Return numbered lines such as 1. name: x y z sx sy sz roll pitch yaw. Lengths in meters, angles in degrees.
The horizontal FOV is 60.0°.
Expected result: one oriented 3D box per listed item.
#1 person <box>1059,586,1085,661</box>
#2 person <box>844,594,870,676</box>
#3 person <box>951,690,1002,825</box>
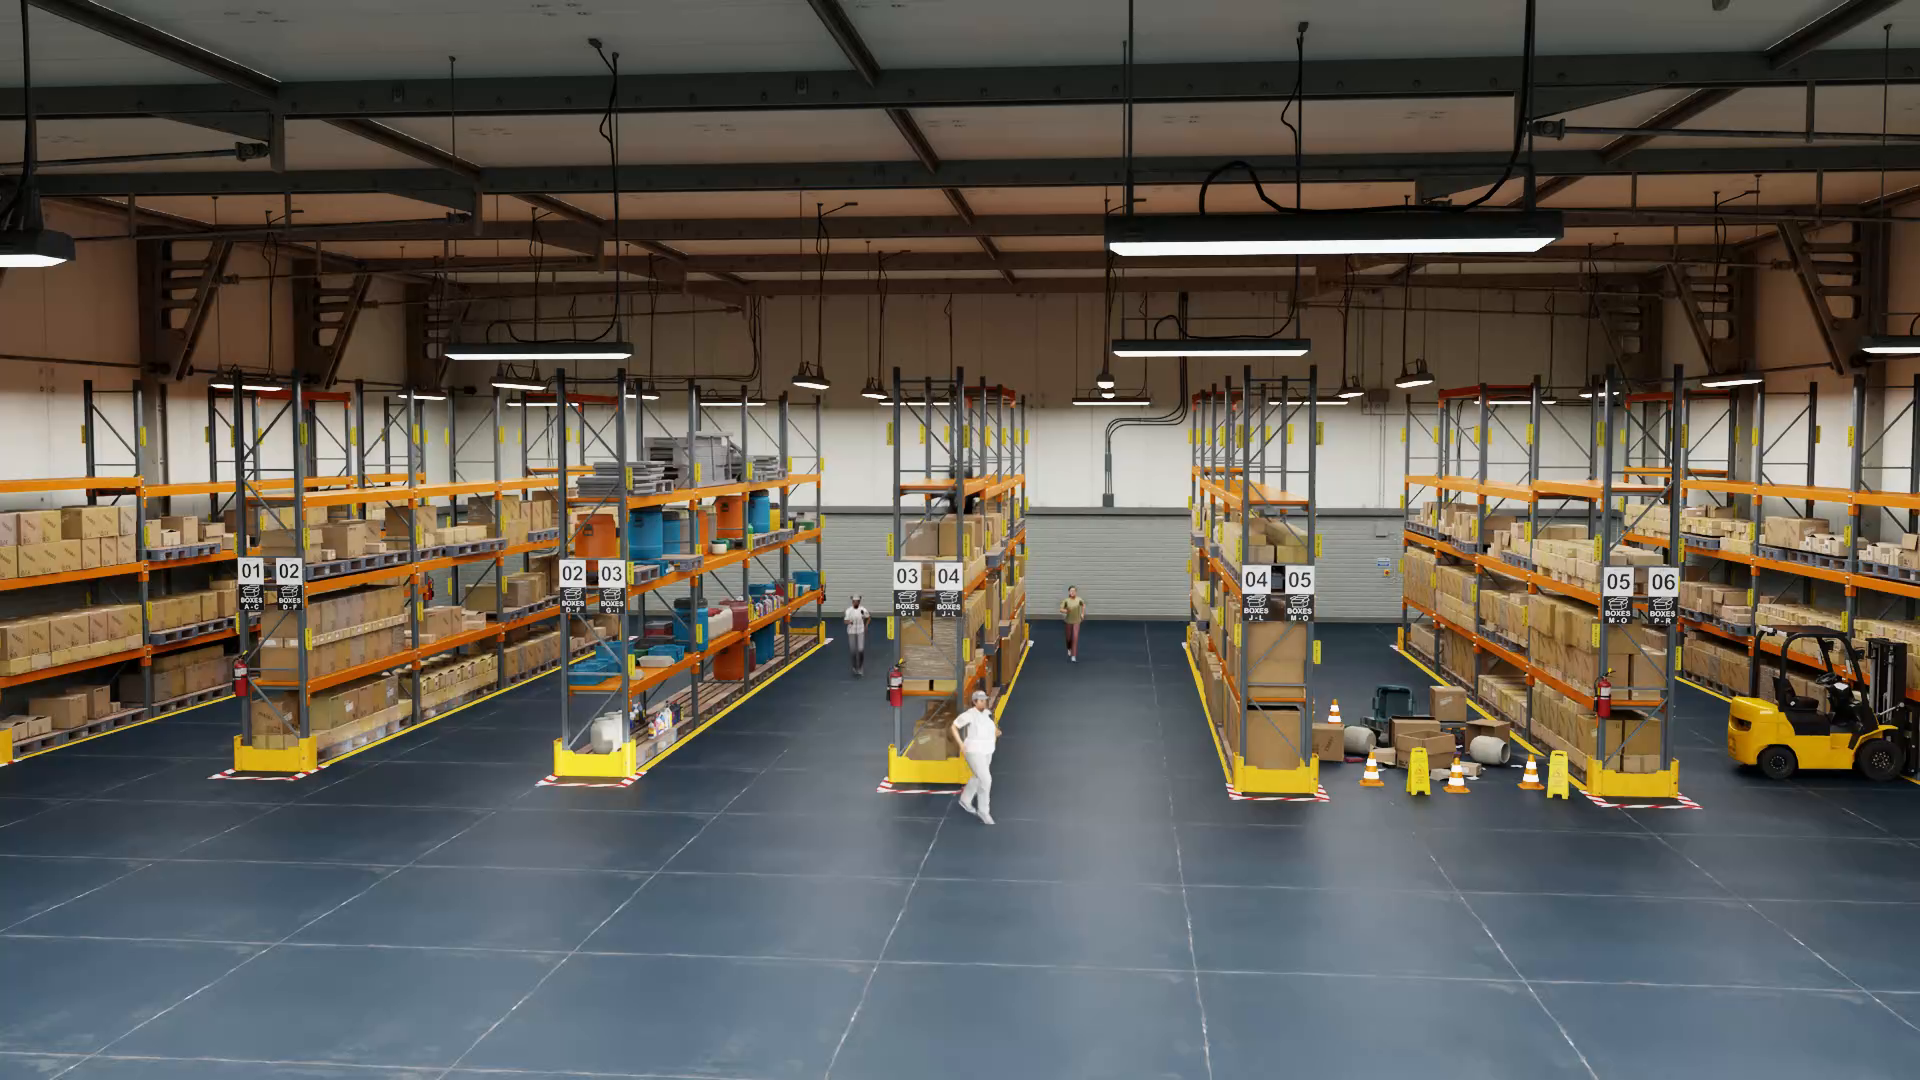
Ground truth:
1. person: 2.505 1.843 37.115 0.584 1.647 0.932 0 4 2
2. person: -2.175 1.997 34.918 0.529 1.731 0.665 0 4 -2
3. person: 0.238 2.824 21.729 0.750 1.729 0.582 3 5 38
